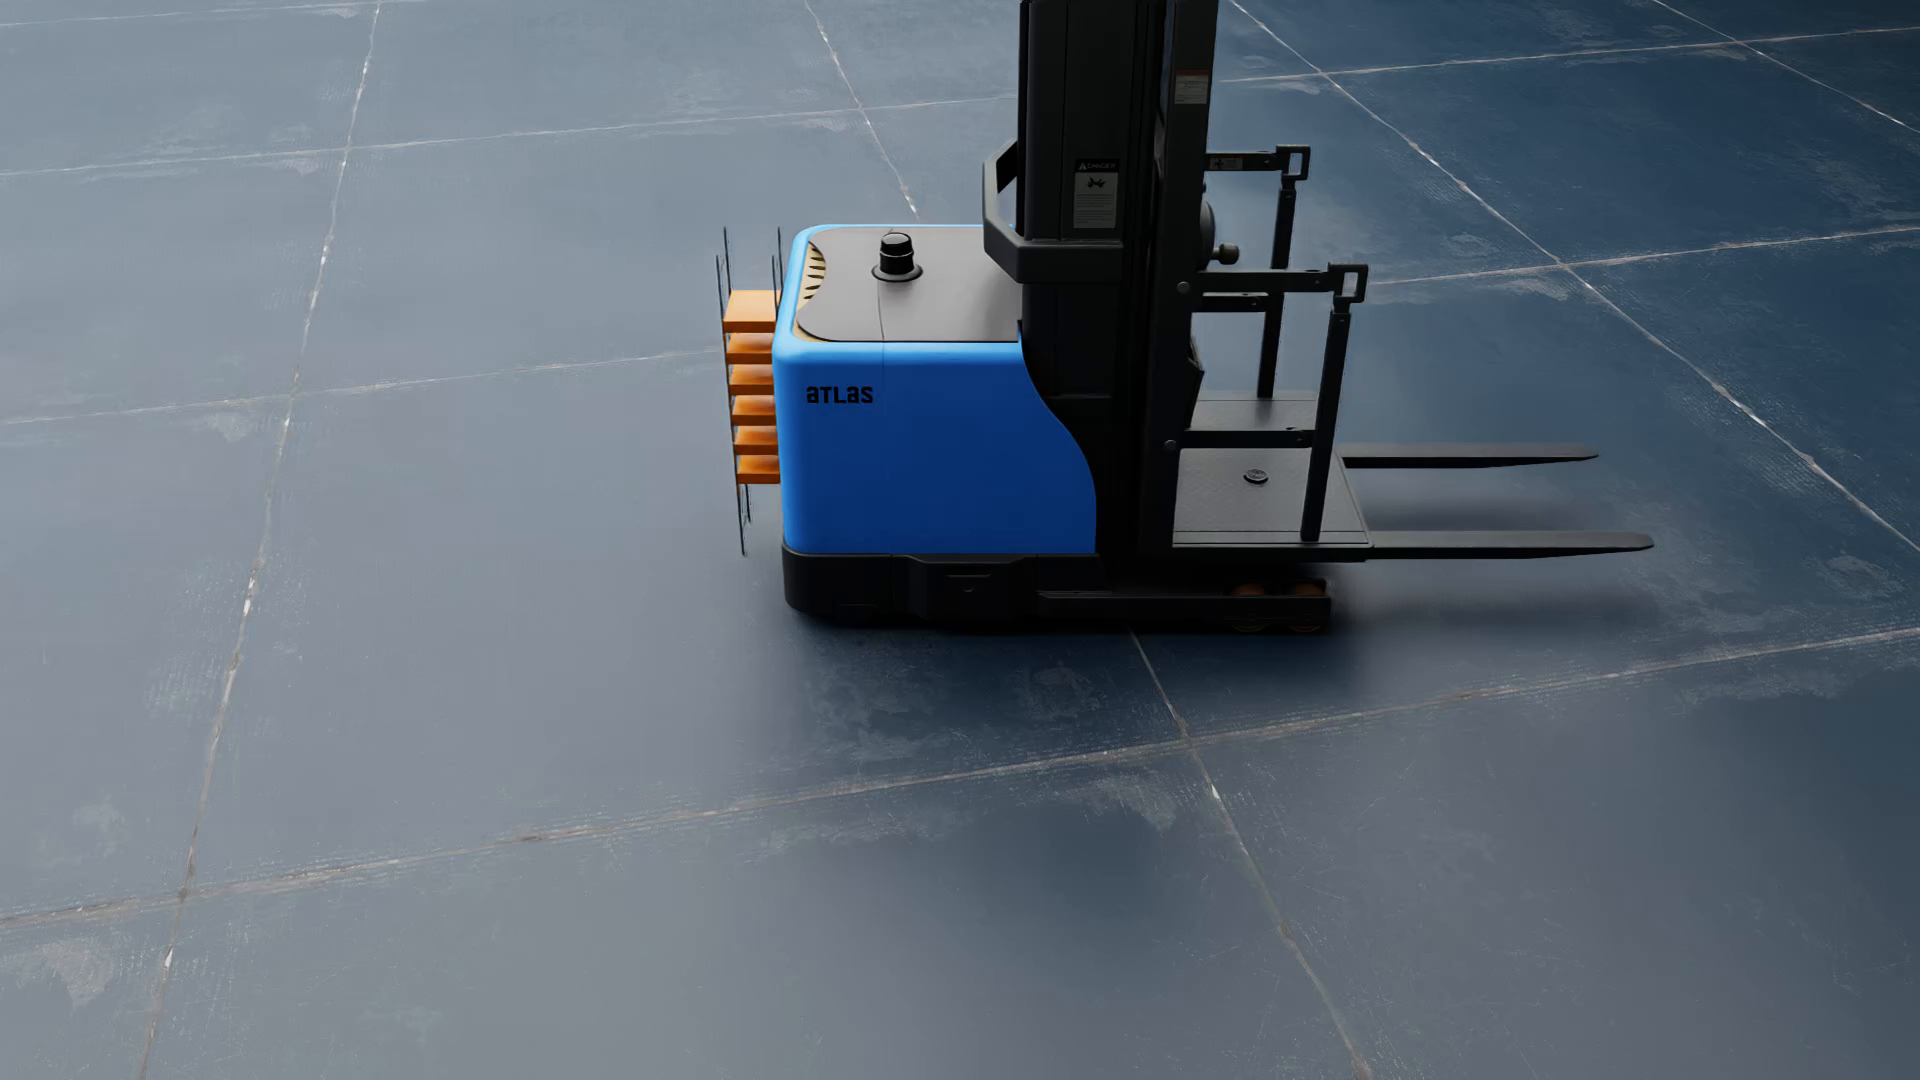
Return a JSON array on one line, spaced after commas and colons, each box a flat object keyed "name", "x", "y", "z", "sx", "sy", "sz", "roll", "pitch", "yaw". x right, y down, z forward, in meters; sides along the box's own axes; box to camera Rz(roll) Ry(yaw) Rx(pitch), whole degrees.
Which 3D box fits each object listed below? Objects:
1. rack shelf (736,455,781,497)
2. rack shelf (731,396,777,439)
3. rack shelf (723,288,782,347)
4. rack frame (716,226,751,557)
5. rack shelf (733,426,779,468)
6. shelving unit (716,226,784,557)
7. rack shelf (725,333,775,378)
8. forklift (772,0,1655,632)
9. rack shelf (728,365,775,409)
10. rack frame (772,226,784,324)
[{"name": "rack shelf", "x": -0.707, "y": -0.267, "z": 6.044, "sx": 0.180, "sy": 0.103, "sz": 0.258, "roll": 0, "pitch": 34, "yaw": 0}, {"name": "rack shelf", "x": -0.707, "y": -0.466, "z": 5.910, "sx": 0.180, "sy": 0.103, "sz": 0.258, "roll": 0, "pitch": 34, "yaw": 0}, {"name": "rack shelf", "x": -0.707, "y": -0.765, "z": 5.710, "sx": 0.180, "sy": 0.103, "sz": 0.258, "roll": 0, "pitch": 34, "yaw": 0}, {"name": "rack frame", "x": -0.799, "y": -0.503, "z": 5.886, "sx": 0.006, "sy": 1.200, "sz": 0.240, "roll": 0, "pitch": 34, "yaw": 0}, {"name": "rack shelf", "x": -0.707, "y": -0.367, "z": 5.977, "sx": 0.180, "sy": 0.103, "sz": 0.258, "roll": 0, "pitch": 34, "yaw": 0}, {"name": "shelving unit", "x": -0.707, "y": -0.503, "z": 5.886, "sx": 0.189, "sy": 1.200, "sz": 0.258, "roll": 0, "pitch": 34, "yaw": 0}, {"name": "rack shelf", "x": -0.707, "y": -0.665, "z": 5.777, "sx": 0.180, "sy": 0.103, "sz": 0.258, "roll": 0, "pitch": 34, "yaw": 0}, {"name": "forklift", "x": 0.905, "y": -1.197, "z": 5.367, "sx": 3.031, "sy": 2.935, "sz": 1.130, "roll": 0, "pitch": 34, "yaw": 0}, {"name": "rack shelf", "x": -0.707, "y": -0.566, "z": 5.844, "sx": 0.180, "sy": 0.103, "sz": 0.258, "roll": 0, "pitch": 34, "yaw": 0}, {"name": "rack frame", "x": -0.616, "y": -0.503, "z": 5.886, "sx": 0.006, "sy": 1.200, "sz": 0.240, "roll": 0, "pitch": 34, "yaw": 0}]
